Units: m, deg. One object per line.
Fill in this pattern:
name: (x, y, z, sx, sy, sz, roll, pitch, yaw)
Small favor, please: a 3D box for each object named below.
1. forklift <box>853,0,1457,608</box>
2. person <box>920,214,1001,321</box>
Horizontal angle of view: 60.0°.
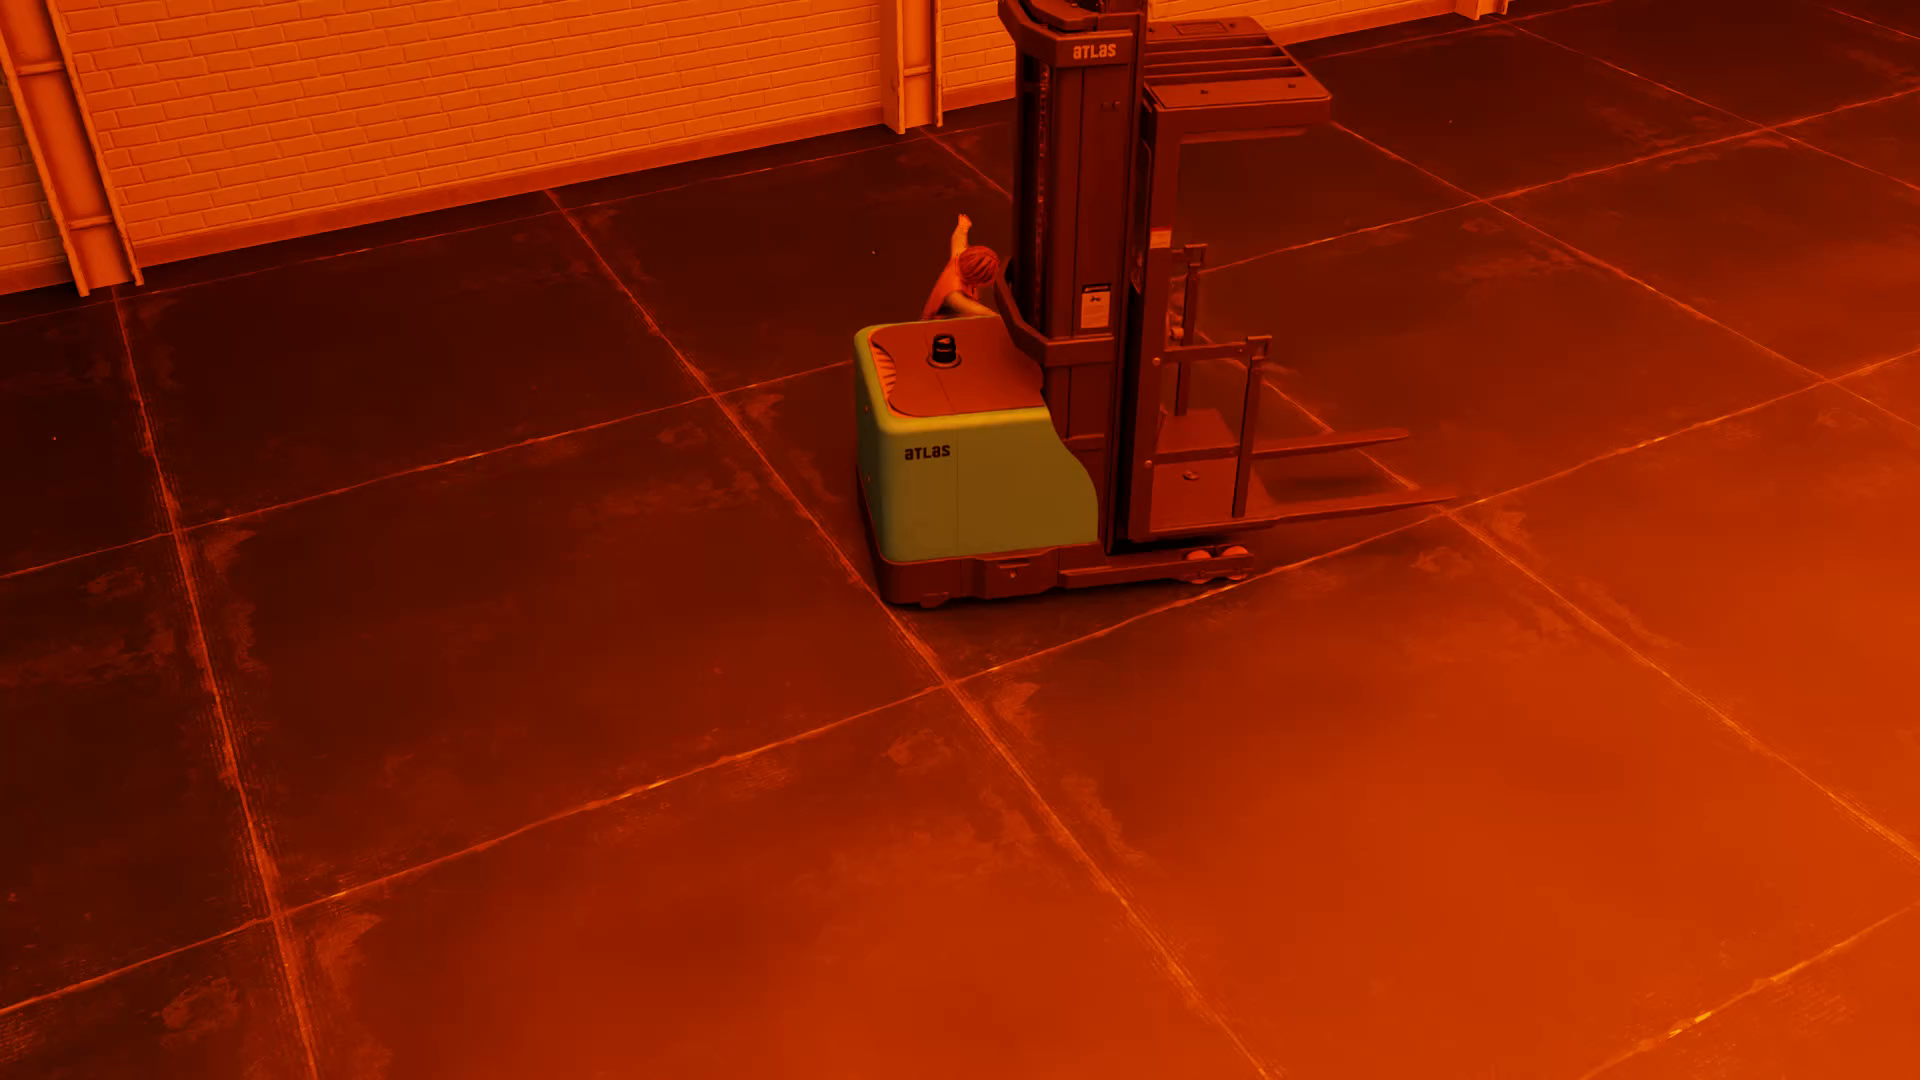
forklift: (1.022, -1.272, 7.923, 3.031, 2.935, 1.130, -6, 36, -8)
person: (0.089, -1.101, 9.073, 0.638, 1.214, 1.223, 10, 36, 13)
